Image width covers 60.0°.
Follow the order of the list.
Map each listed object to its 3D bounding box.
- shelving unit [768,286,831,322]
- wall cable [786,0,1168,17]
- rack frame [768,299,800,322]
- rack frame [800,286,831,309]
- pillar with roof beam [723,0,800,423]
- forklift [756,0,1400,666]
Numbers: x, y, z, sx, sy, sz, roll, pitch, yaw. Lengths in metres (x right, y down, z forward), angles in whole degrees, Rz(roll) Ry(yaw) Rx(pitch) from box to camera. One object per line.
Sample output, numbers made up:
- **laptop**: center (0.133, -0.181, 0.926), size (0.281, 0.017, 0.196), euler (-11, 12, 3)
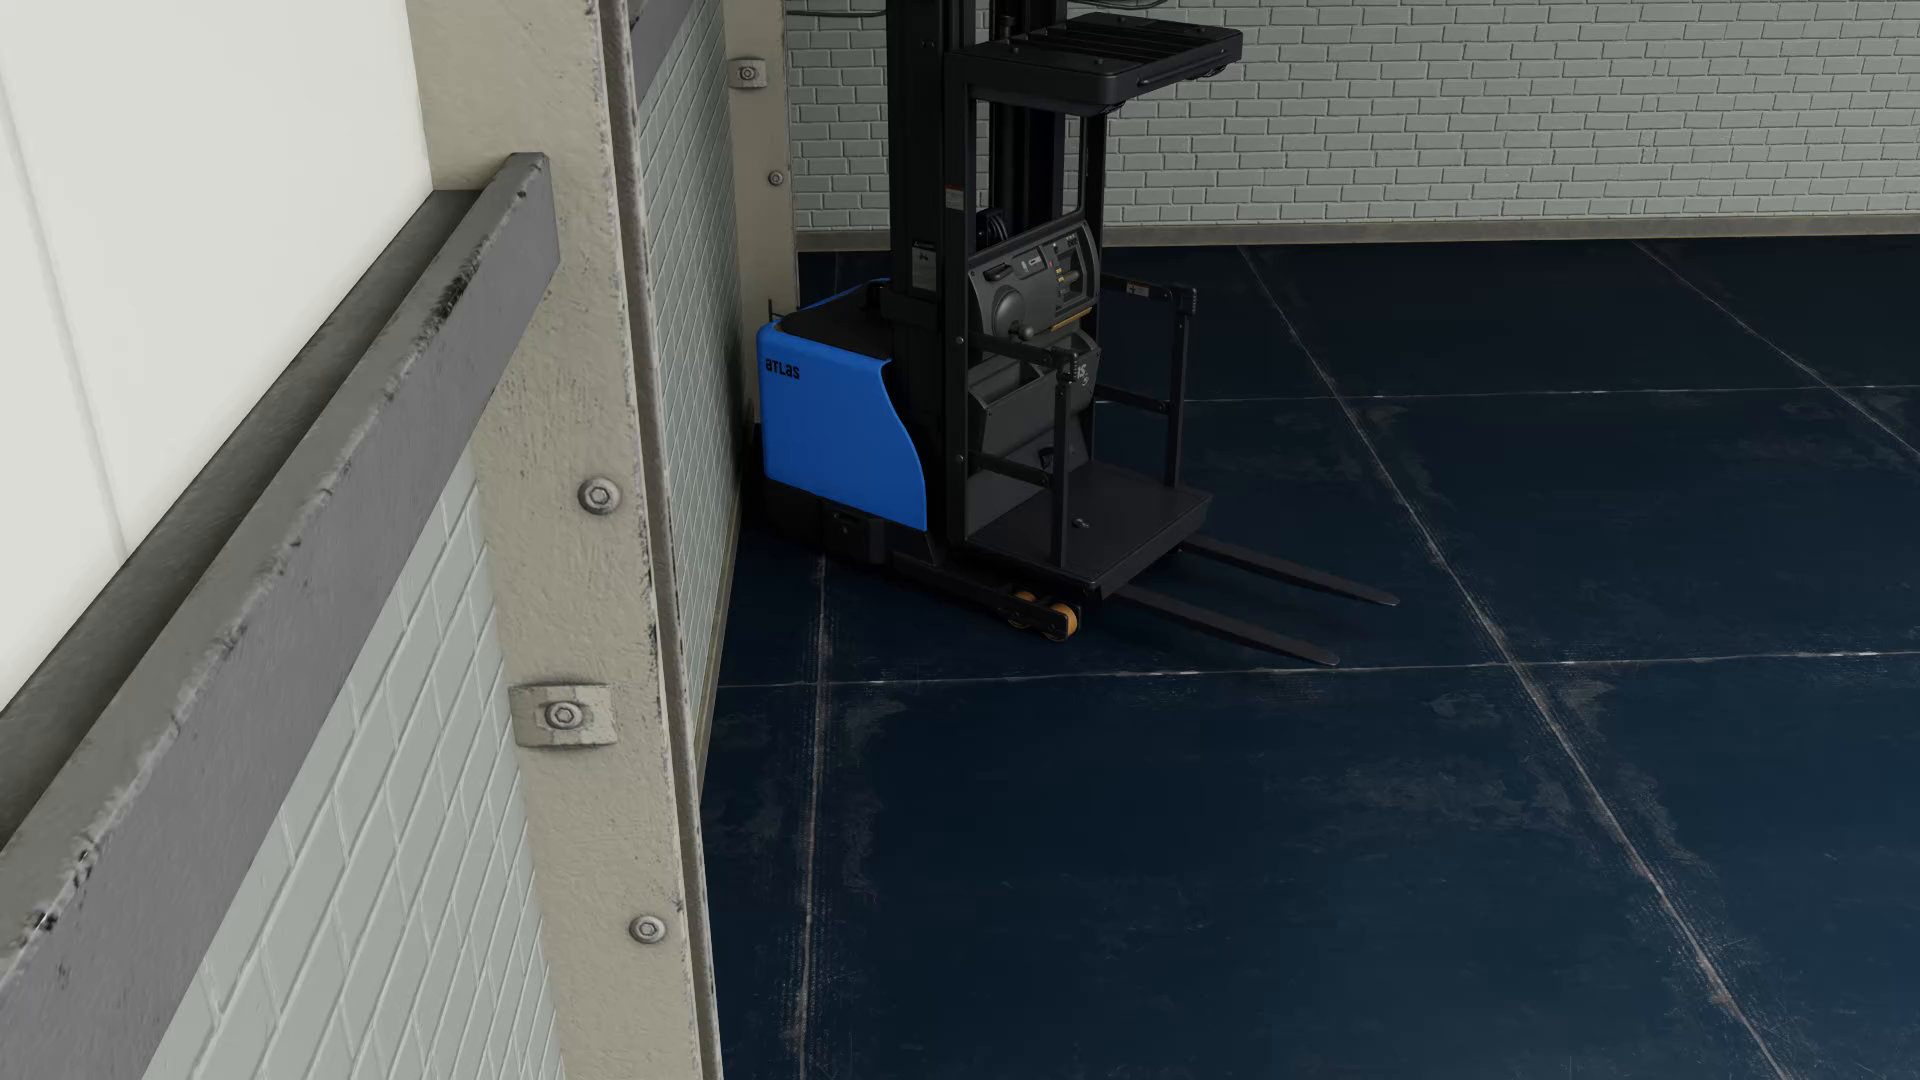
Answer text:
- **shelving unit**: center (-0.801, -0.754, 8.560), size (0.215, 1.050, 0.252), euler (18, 33, 31)
- **wall cable**: center (0.095, -4.772, 11.026), size (3.097, 2.526, 0.112), euler (-1, 28, -3)
- **rack frame**: center (-0.872, -0.708, 8.472), size (0.200, 1.050, 0.008), euler (18, 33, 31)
- **rack frame**: center (-0.731, -0.800, 8.648), size (0.200, 1.050, 0.008), euler (18, 33, 31)
- **pillar with roof beam**: center (3.227, -4.860, 7.838), size (9.100, 9.000, 0.400), euler (-1, 28, -3)
- **forklift**: center (0.505, -1.128, 7.244), size (3.031, 2.935, 1.130), euler (19, 33, 32)
